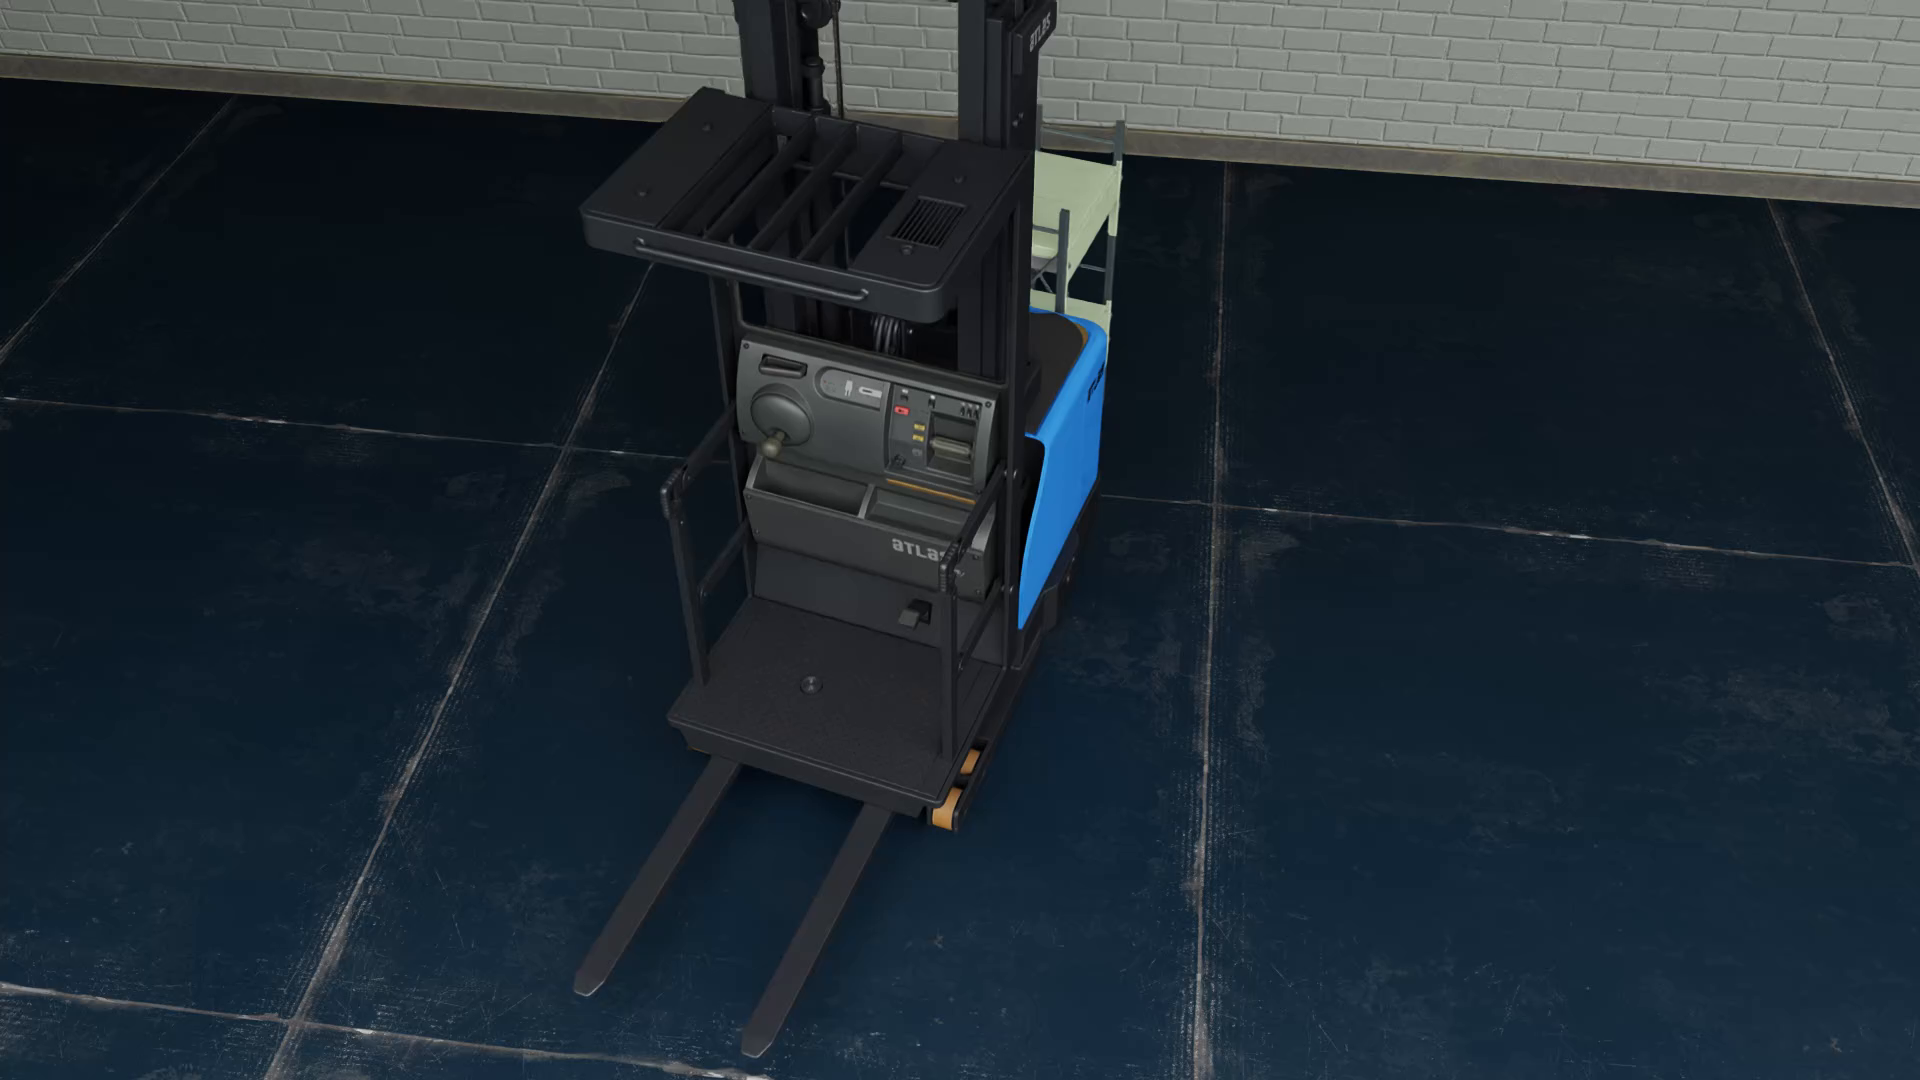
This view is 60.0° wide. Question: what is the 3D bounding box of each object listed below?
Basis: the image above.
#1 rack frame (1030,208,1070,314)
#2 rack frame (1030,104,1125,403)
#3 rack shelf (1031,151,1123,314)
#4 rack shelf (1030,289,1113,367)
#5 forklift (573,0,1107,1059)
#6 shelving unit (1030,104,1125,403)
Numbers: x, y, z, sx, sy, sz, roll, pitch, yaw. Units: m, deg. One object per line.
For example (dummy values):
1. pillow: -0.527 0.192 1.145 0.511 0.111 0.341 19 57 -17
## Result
1. rack frame: 0.235 -0.776 7.001 0.400 1.500 0.023 15 45 15
2. rack frame: 0.499 -1.246 7.497 0.400 1.500 0.023 15 45 15
3. rack shelf: 0.367 -1.294 6.981 0.431 0.370 0.720 15 45 15
4. rack shelf: 0.367 -0.774 7.473 0.431 0.370 0.720 15 45 15
5. forklift: -0.402 -0.326 5.484 1.130 2.935 3.031 15 45 15
6. shelving unit: 0.367 -1.011 7.249 0.431 1.500 0.755 15 45 15
